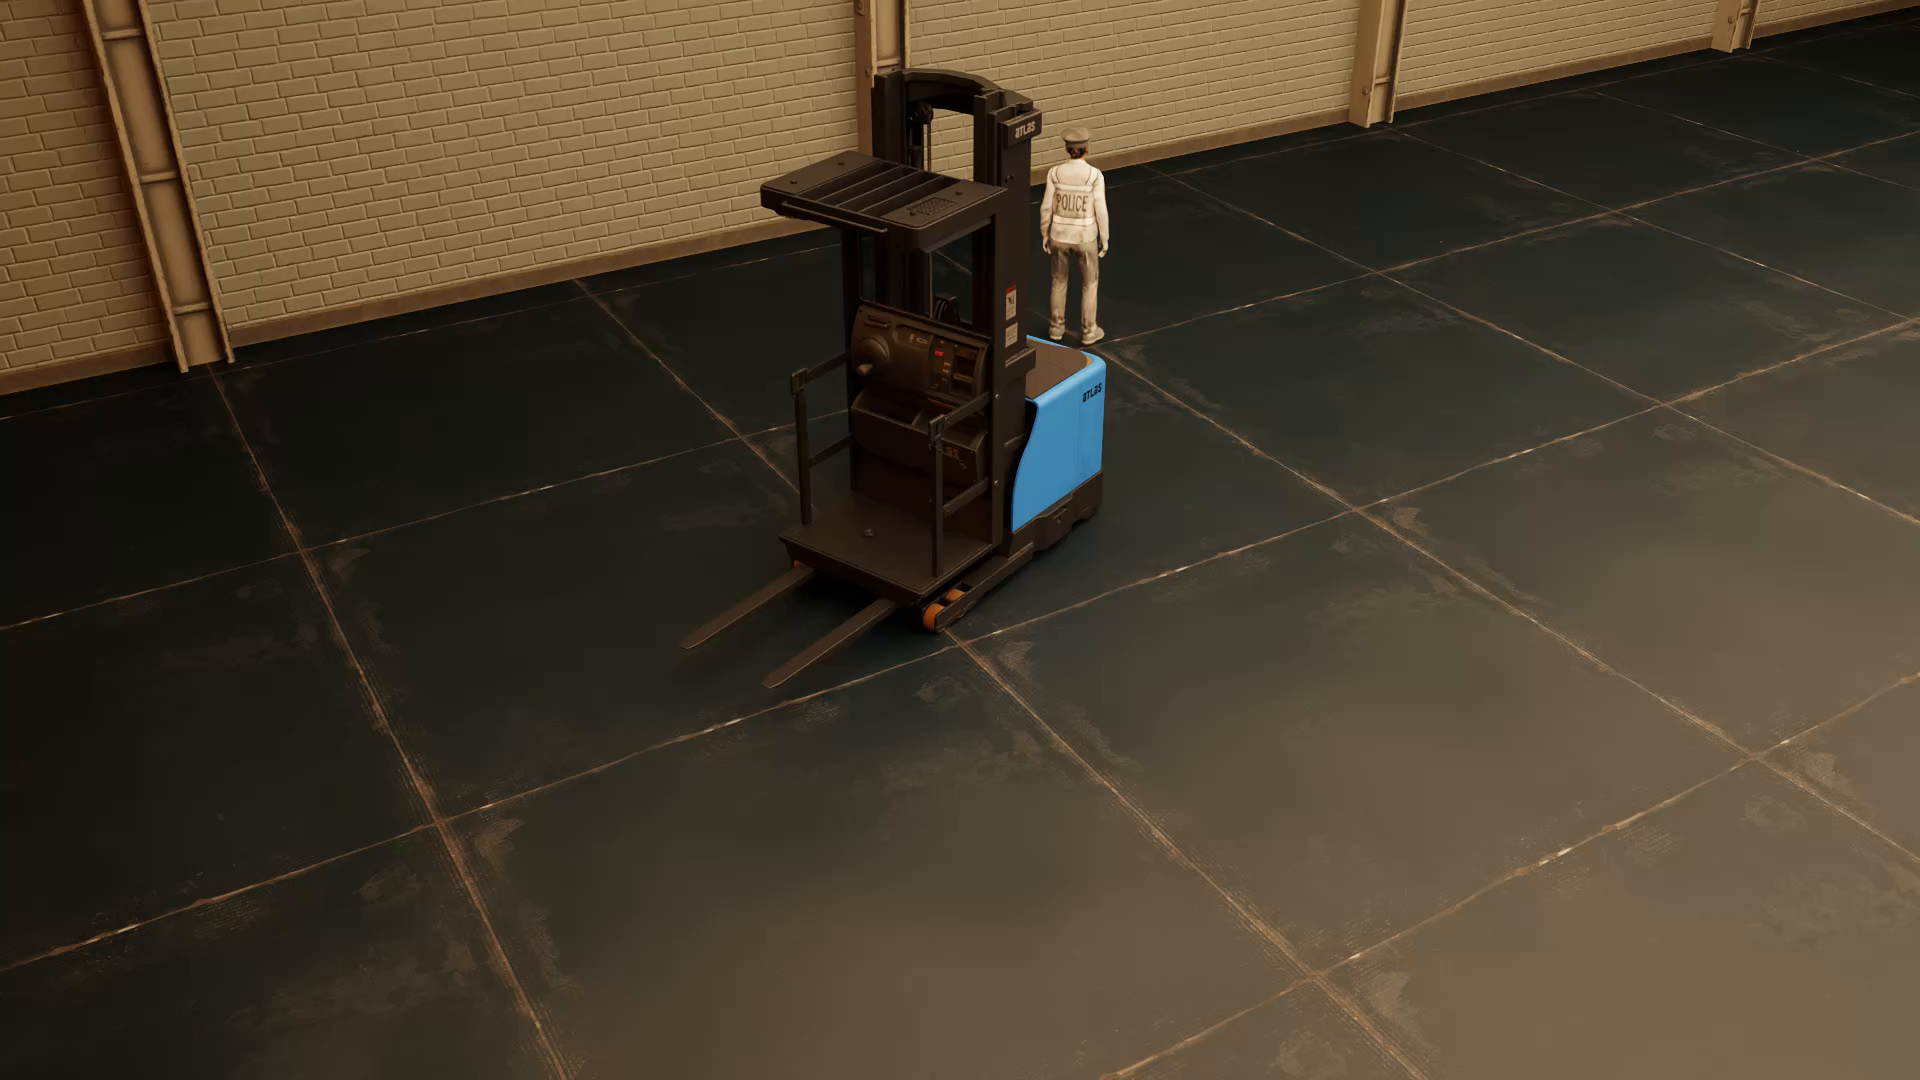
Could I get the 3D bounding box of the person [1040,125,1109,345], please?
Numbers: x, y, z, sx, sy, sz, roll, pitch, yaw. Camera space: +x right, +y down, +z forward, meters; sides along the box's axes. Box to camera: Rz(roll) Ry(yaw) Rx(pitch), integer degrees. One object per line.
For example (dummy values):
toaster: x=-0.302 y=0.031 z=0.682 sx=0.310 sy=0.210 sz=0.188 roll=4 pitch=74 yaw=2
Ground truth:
person: x=0.877 y=-2.309 z=12.743 sx=0.530 sy=1.664 sz=0.371 roll=8 pitch=32 yaw=14

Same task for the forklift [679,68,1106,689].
forklift: x=-0.365 y=-1.007 z=9.329 sx=1.130 sy=2.935 sz=3.031 roll=21 pitch=37 yaw=31
